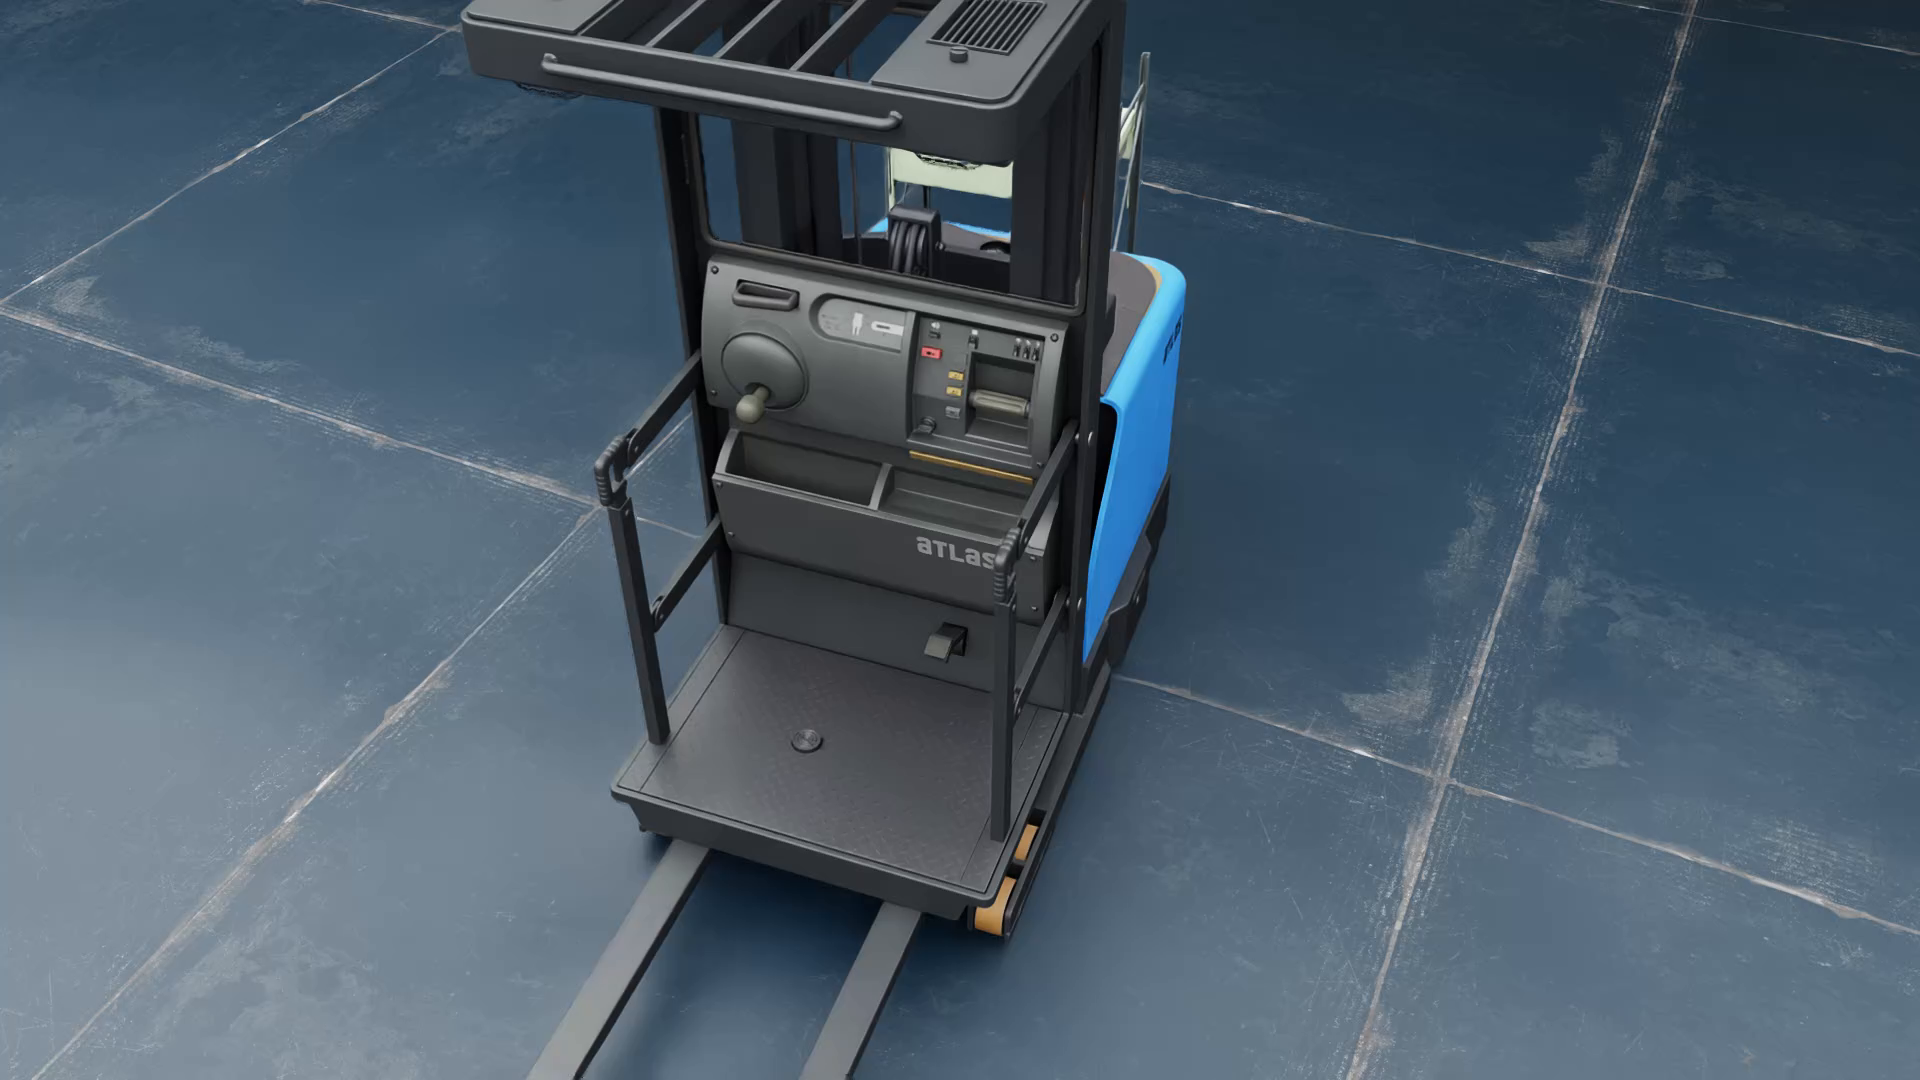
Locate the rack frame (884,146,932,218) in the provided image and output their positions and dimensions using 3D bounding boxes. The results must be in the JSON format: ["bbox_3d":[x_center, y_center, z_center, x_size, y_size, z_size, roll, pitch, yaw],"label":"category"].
[{"bbox_3d":[-0.170,-0.993,5.751,0.023,1.500,0.400,12,42,14],"label":"rack frame"}]

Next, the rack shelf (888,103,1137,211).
[{"bbox_3d":[0.178,-1.213,5.409,0.720,0.370,0.431,12,42,14],"label":"rack shelf"}]

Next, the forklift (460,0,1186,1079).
[{"bbox_3d":[-0.271,-0.346,3.912,1.130,2.935,3.031,13,43,15],"label":"forklift"}]

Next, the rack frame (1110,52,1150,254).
[{"bbox_3d":[0.526,-0.844,5.578,0.023,1.500,0.400,12,42,14],"label":"rack frame"}]

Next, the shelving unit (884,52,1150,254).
[{"bbox_3d":[0.178,-0.918,5.664,0.755,1.500,0.431,12,42,14],"label":"shelving unit"}]
